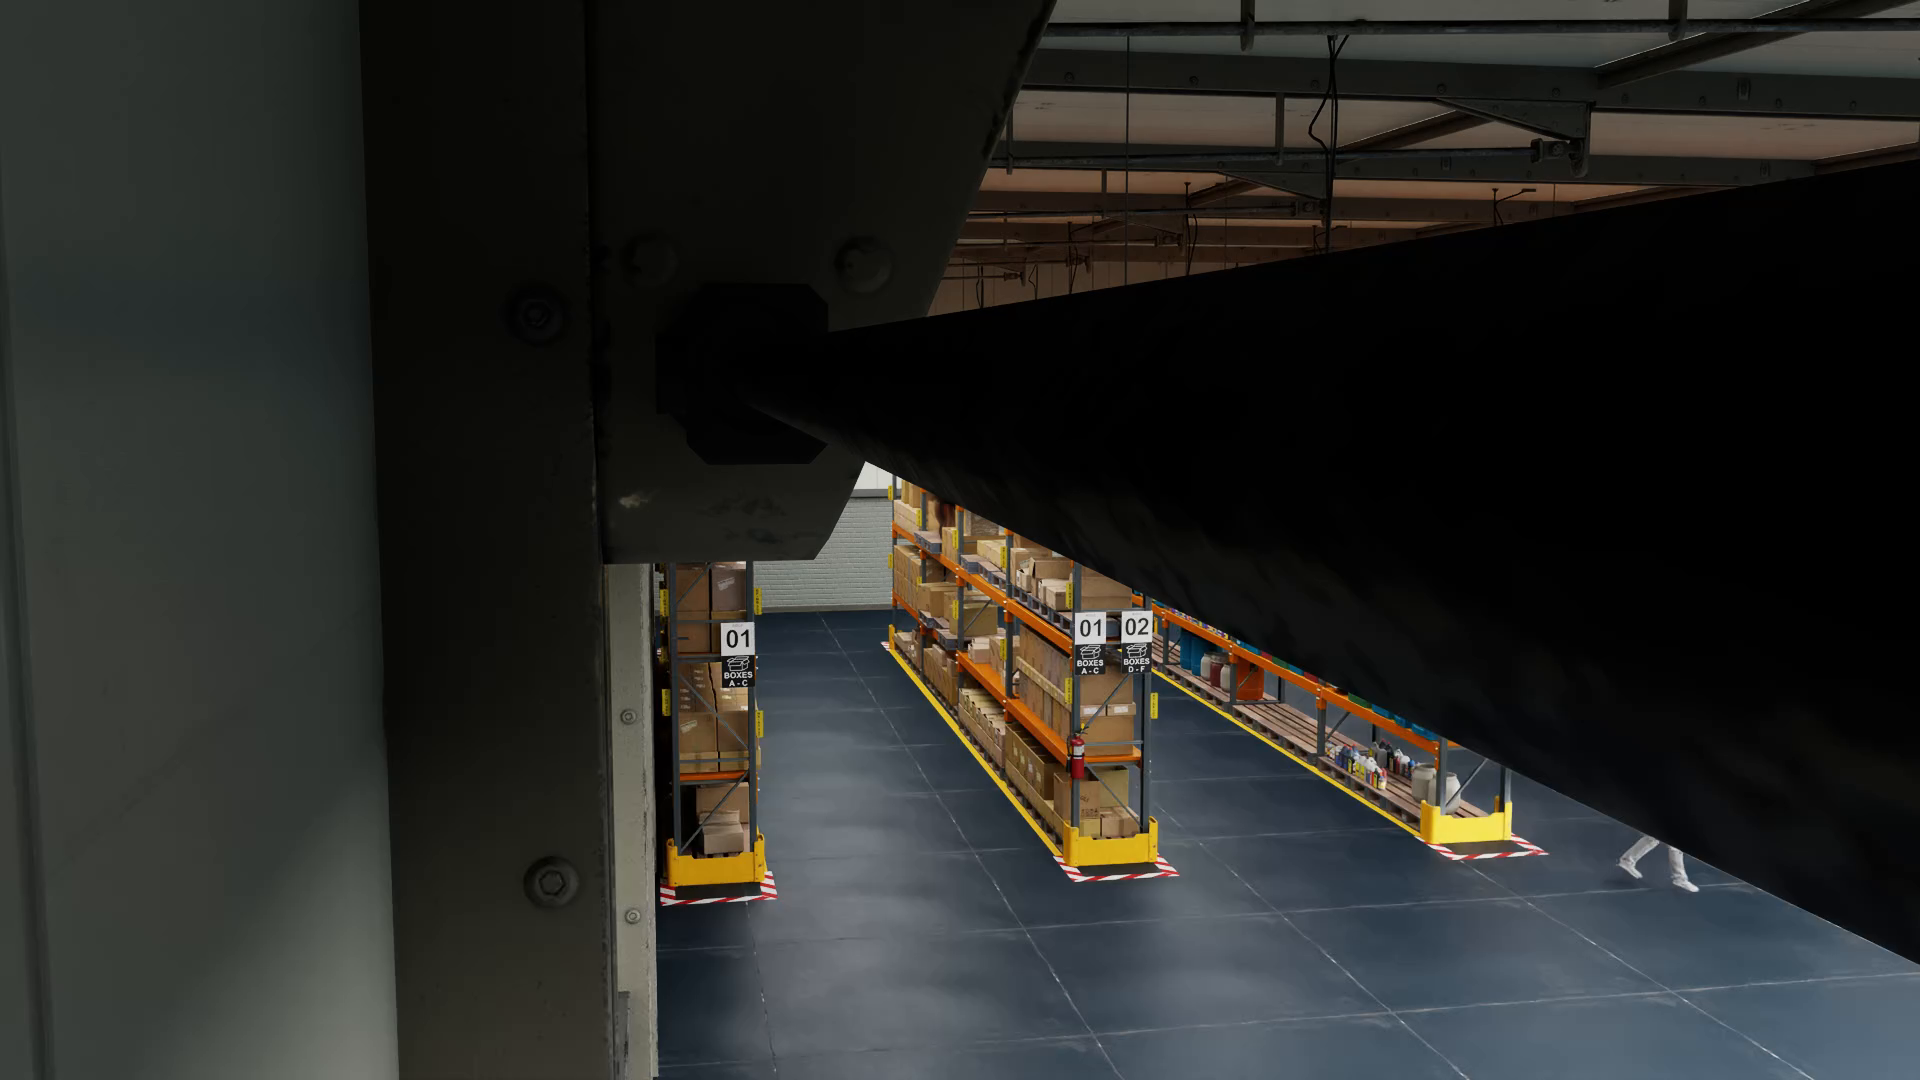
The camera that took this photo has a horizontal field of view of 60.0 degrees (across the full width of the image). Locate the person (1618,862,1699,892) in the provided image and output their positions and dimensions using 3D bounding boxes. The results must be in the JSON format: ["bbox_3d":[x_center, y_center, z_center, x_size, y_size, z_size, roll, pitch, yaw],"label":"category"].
[{"bbox_3d":[8.412,3.272,19.949,0.903,1.791,0.642,2,7,22],"label":"person"}]
